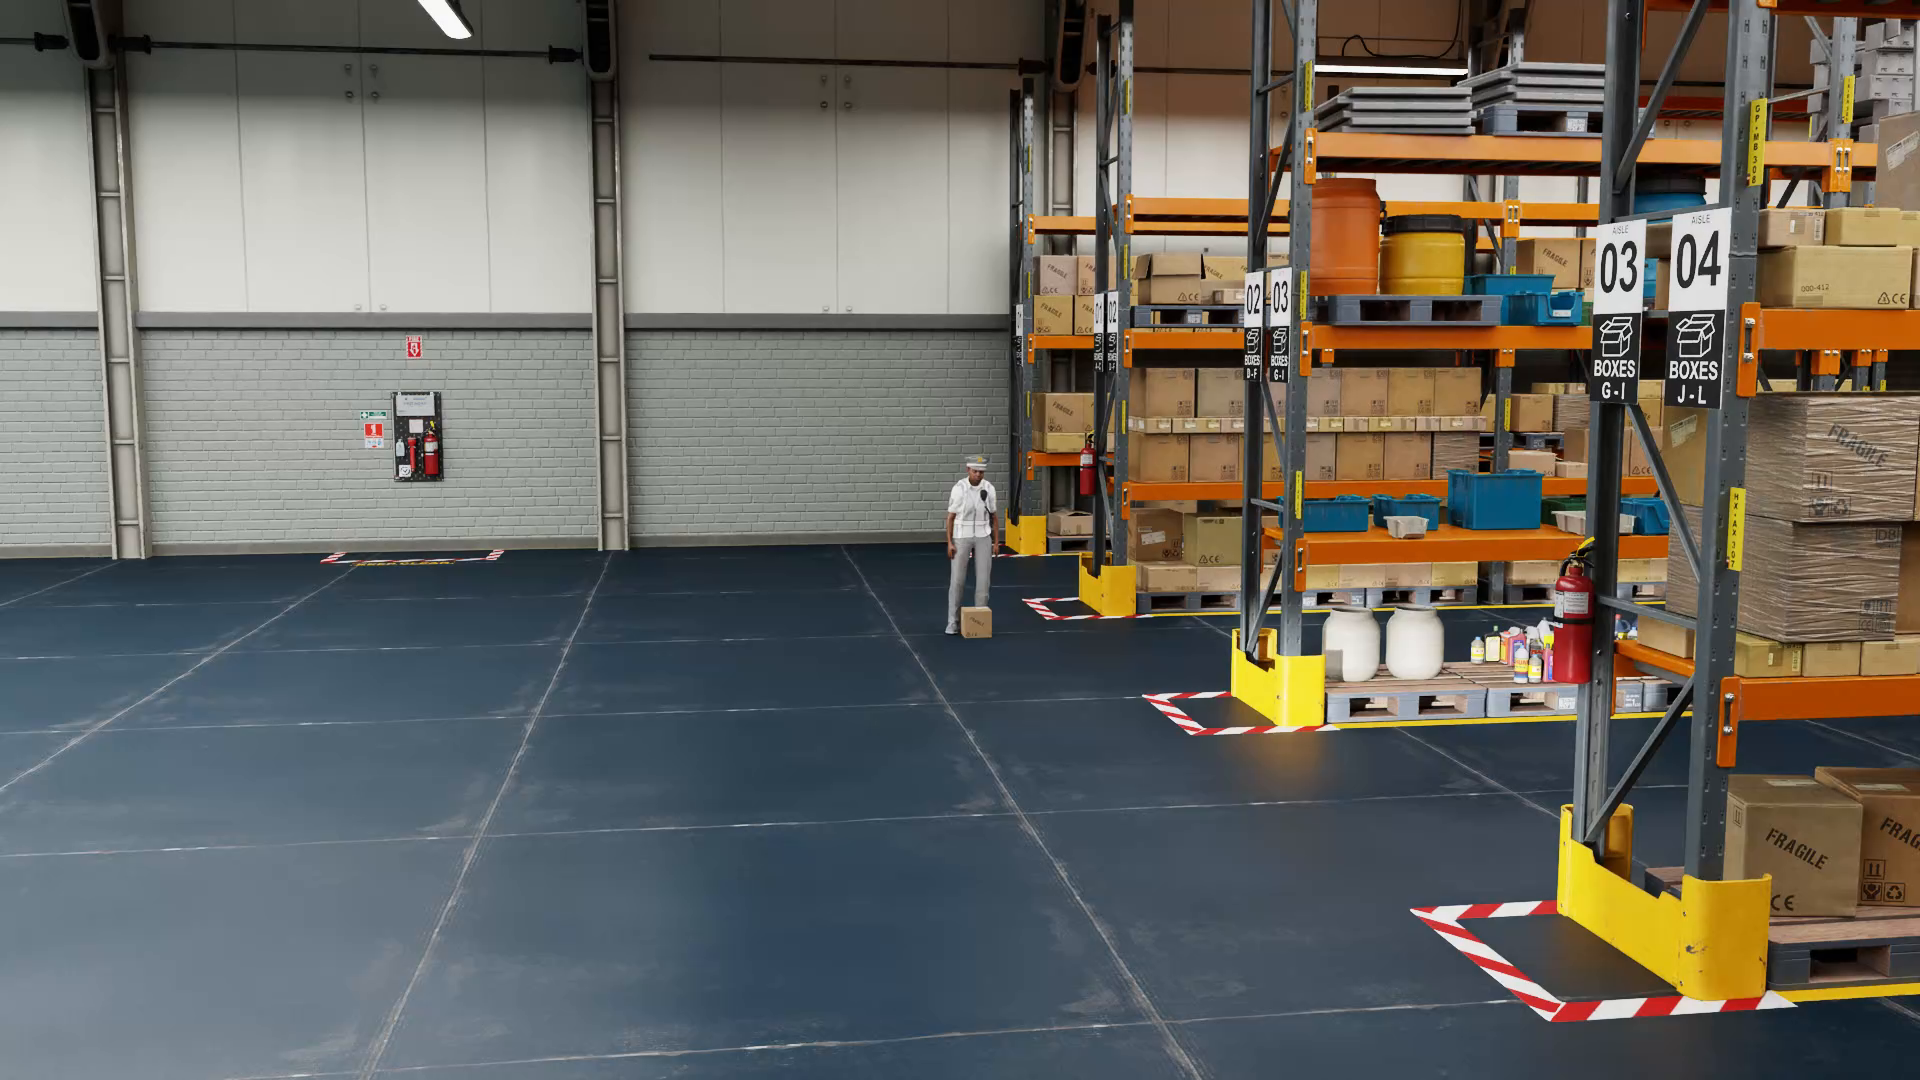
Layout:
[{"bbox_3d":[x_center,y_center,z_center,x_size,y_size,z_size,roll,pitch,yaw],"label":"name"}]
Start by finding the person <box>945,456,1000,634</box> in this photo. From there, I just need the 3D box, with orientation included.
[{"bbox_3d":[0.111,0.035,15.517,0.531,1.664,0.420,-1,7,-11],"label":"person"}]
